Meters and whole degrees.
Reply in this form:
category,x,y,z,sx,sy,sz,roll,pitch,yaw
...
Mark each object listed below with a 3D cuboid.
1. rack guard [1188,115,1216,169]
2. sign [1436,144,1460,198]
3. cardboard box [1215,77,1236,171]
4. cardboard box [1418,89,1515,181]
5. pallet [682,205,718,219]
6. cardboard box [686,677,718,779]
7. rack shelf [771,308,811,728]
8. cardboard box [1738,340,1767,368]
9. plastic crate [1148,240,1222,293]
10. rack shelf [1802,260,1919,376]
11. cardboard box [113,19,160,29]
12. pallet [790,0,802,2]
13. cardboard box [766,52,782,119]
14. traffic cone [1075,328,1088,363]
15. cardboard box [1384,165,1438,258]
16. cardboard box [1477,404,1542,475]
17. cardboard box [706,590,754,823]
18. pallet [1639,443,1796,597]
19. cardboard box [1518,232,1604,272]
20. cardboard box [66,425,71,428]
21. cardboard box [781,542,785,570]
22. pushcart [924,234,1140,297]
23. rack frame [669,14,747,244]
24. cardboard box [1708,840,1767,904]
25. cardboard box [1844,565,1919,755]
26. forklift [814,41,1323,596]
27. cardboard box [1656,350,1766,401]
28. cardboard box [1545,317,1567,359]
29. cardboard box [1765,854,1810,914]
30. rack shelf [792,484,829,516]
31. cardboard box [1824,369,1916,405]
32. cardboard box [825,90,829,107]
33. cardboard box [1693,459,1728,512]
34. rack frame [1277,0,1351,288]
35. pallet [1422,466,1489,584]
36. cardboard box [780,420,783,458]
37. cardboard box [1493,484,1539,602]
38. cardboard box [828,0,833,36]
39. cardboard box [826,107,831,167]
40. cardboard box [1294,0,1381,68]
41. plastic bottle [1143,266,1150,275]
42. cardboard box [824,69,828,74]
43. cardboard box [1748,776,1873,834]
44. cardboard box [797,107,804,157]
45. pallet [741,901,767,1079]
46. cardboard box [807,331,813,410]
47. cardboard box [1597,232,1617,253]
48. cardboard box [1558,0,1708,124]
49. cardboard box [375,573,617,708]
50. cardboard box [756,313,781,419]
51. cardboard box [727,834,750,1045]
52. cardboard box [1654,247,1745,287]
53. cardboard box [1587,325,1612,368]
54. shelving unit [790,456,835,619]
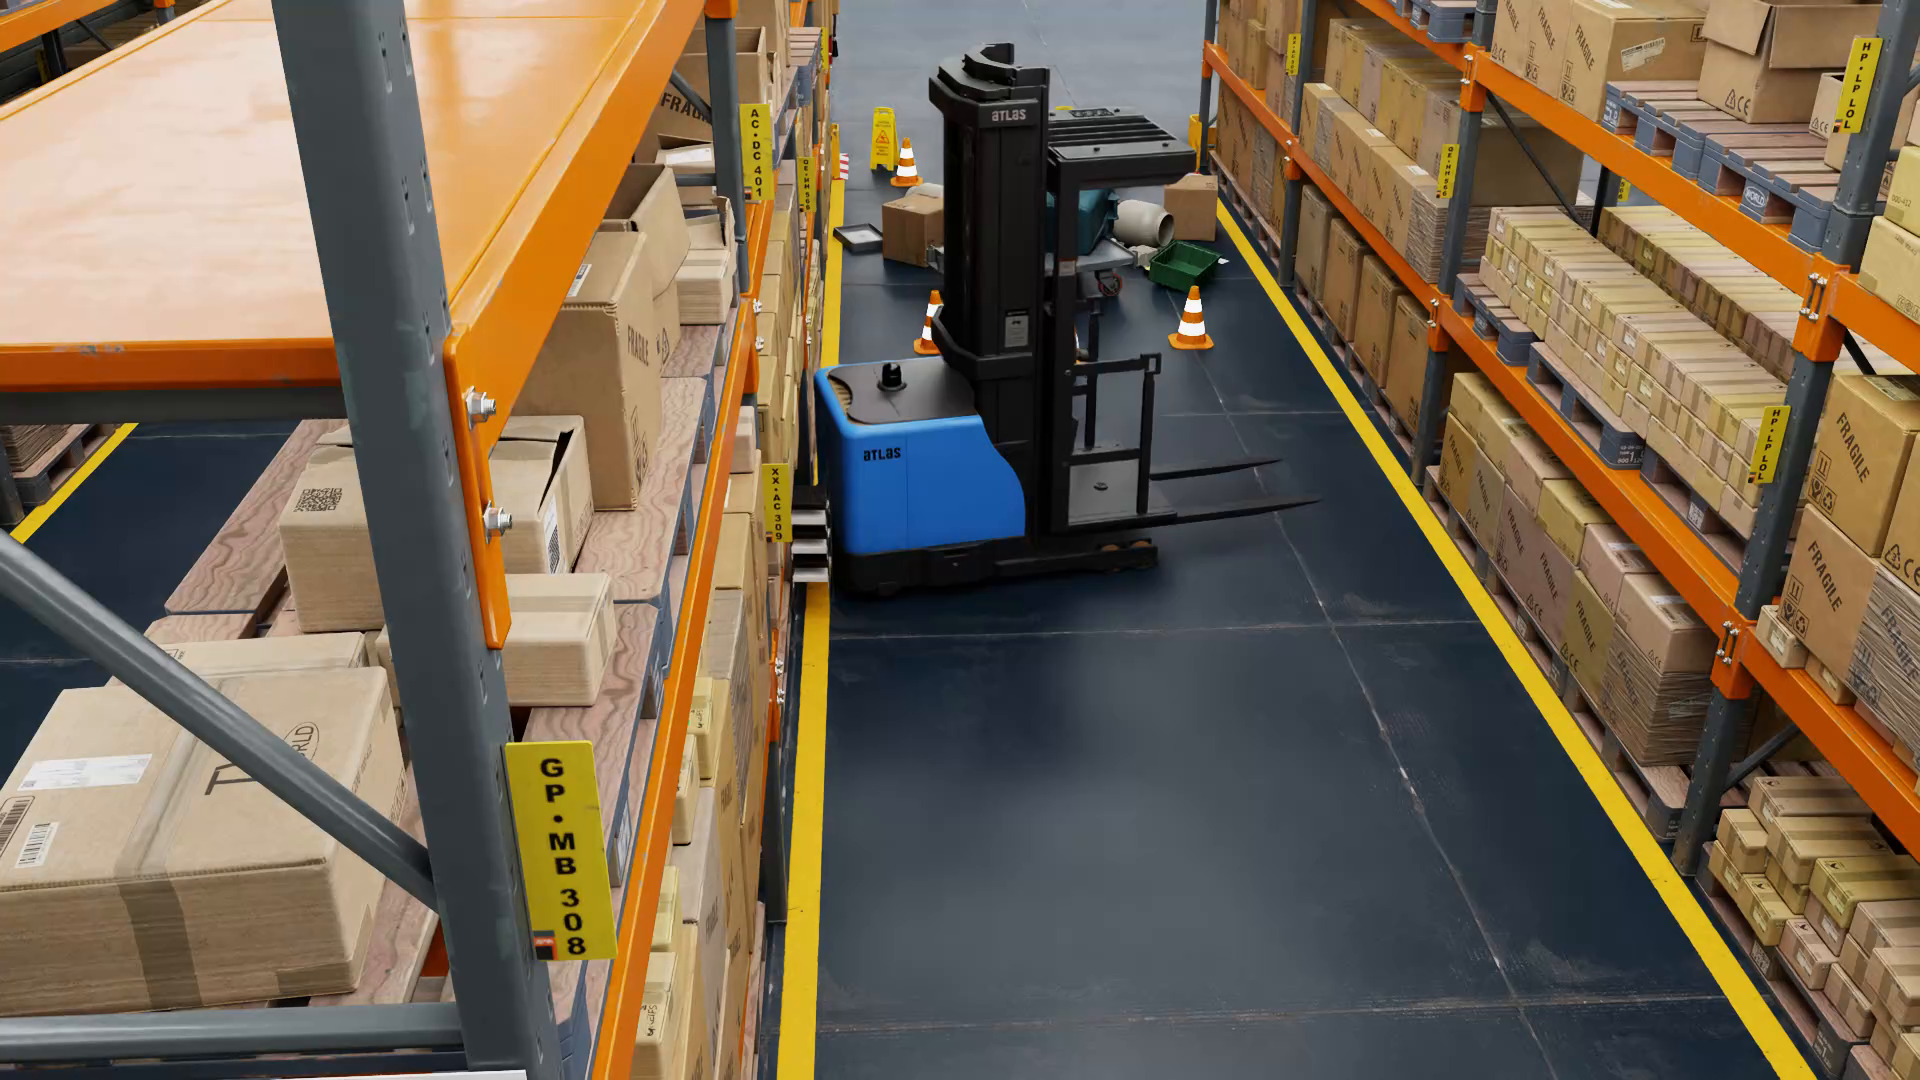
category,x,y,z,sx,sy,sz,roll,pitch,yaw
rack guard,3.069,-4.315,17.983,1.175,0.500,0.348,-1,28,-3
sign,2.934,-2.216,10.004,0.100,0.325,0.005,-1,28,-3
cardboard box,3.171,-4.345,17.181,0.875,0.875,0.875,-1,28,-2
cardboard box,3.447,-2.647,10.892,0.700,0.500,0.500,-2,28,-3
pallet,-1.338,-1.372,6.600,0.805,0.209,1.217,-2,28,-5
cardboard box,-0.813,0.480,4.196,0.380,0.149,0.250,-2,28,-4
rack shelf,-1.346,-0.309,8.377,1.077,0.370,4.000,-1,28,-3
cardboard box,4.062,-0.876,8.182,0.380,0.149,0.250,-2,28,-4
plastic crate,1.962,-2.393,14.572,0.450,0.188,0.662,22,34,18
rack shelf,3.801,0.042,4.460,1.077,0.370,4.000,-1,28,-3
cardboard box,-7.002,-4.355,14.224,0.380,0.149,0.250,-2,28,-3
pallet,-1.676,-3.879,11.403,1.213,0.211,1.003,-1,28,-3
cardboard box,-0.987,-2.013,7.314,0.396,0.266,0.258,1,28,2
traffic cone,0.818,-1.626,12.866,0.336,0.463,0.334,-1,28,-3
cardboard box,3.171,-2.194,11.105,0.500,0.500,0.500,-1,28,-3
cardboard box,3.309,-0.570,9.537,0.500,0.250,0.500,-2,28,-3
cardboard box,-0.887,0.488,4.880,0.500,0.500,0.500,-1,28,-2
pallet,3.802,-0.142,7.486,1.003,0.211,1.213,-1,28,-3
cardboard box,3.344,-1.601,9.250,0.380,0.149,0.250,-2,28,-3
cardboard box,-6.468,-1.153,11.332,0.875,0.625,0.625,-1,28,-1
cardboard box,-1.029,-0.087,7.334,0.500,0.250,0.500,-2,28,-4
pushcart,0.615,-2.314,14.280,1.648,0.377,0.936,-11,30,-20
rack frame,-1.241,-2.364,5.052,1.000,3.000,0.127,-1,28,-3
cardboard box,3.395,1.383,6.983,0.380,0.149,0.250,-3,28,-5
cardboard box,3.504,0.416,5.779,0.500,0.500,0.500,-1,28,-3
forklift,0.691,-1.332,9.635,3.031,2.935,1.130,-7,28,-12
cardboard box,3.440,-0.755,7.627,0.380,0.149,0.250,-1,28,-3
cardboard box,3.370,-1.085,8.905,0.380,0.149,0.250,-1,28,-1
cardboard box,3.499,1.365,6.696,0.380,0.149,0.250,-1,28,-2
rack shelf,-0.831,-0.220,9.188,0.200,0.077,0.258,0,28,1
cardboard box,4.104,-0.649,7.426,0.380,0.149,0.250,-1,28,-2
cardboard box,-1.479,-4.302,16.261,0.380,0.149,0.250,-1,28,-1
cardboard box,3.464,-0.244,7.292,0.380,0.149,0.250,-1,28,-2
rack frame,3.279,-3.565,13.842,1.000,3.000,0.127,-1,28,-3
pallet,3.527,-0.121,10.253,1.003,0.211,1.213,-1,28,-3
cardboard box,-1.038,-0.310,7.222,0.500,0.250,0.500,-1,28,-2
cardboard box,3.331,0.006,9.244,0.500,0.500,0.500,-2,28,-4
cardboard box,-1.470,-4.696,14.499,0.700,0.500,0.500,-2,28,-4
cardboard box,-1.535,-3.941,16.271,0.500,0.500,0.500,0,28,-1
cardboard box,3.294,-4.282,13.886,0.875,0.550,0.550,-1,28,-3
plastic bottle,1.757,-2.353,14.696,0.133,0.061,0.283,-17,32,-29
cardboard box,-1.475,-4.616,16.128,0.380,0.149,0.250,-1,28,-2
cardboard box,3.508,1.107,6.868,0.380,0.149,0.250,0,28,-1
cardboard box,-1.311,-2.613,11.133,0.500,0.500,0.500,-1,28,-2
pallet,-1.280,1.885,6.408,1.003,0.211,1.213,-1,28,-3
cardboard box,-1.516,-1.175,11.646,0.950,0.372,0.625,-2,28,-4
cardboard box,3.968,-1.707,9.776,0.380,0.149,0.250,-1,28,-2
cardboard box,3.316,-2.361,8.181,0.500,0.500,0.500,-1,28,-3
cardboard box,-0.860,0.186,3.116,0.380,0.149,0.250,0,28,-1
cardboard box,-1.031,-0.637,7.038,0.500,0.500,0.500,-2,28,-3
cardboard box,-0.876,1.171,4.654,0.500,0.500,0.500,0,28,-1
cardboard box,4.013,-1.481,9.020,0.380,0.149,0.250,-1,28,-1
cardboard box,3.399,-0.977,8.376,0.380,0.149,0.250,0,28,-1
shelving unit,-0.831,-0.011,9.297,0.210,0.900,0.258,0,28,1
